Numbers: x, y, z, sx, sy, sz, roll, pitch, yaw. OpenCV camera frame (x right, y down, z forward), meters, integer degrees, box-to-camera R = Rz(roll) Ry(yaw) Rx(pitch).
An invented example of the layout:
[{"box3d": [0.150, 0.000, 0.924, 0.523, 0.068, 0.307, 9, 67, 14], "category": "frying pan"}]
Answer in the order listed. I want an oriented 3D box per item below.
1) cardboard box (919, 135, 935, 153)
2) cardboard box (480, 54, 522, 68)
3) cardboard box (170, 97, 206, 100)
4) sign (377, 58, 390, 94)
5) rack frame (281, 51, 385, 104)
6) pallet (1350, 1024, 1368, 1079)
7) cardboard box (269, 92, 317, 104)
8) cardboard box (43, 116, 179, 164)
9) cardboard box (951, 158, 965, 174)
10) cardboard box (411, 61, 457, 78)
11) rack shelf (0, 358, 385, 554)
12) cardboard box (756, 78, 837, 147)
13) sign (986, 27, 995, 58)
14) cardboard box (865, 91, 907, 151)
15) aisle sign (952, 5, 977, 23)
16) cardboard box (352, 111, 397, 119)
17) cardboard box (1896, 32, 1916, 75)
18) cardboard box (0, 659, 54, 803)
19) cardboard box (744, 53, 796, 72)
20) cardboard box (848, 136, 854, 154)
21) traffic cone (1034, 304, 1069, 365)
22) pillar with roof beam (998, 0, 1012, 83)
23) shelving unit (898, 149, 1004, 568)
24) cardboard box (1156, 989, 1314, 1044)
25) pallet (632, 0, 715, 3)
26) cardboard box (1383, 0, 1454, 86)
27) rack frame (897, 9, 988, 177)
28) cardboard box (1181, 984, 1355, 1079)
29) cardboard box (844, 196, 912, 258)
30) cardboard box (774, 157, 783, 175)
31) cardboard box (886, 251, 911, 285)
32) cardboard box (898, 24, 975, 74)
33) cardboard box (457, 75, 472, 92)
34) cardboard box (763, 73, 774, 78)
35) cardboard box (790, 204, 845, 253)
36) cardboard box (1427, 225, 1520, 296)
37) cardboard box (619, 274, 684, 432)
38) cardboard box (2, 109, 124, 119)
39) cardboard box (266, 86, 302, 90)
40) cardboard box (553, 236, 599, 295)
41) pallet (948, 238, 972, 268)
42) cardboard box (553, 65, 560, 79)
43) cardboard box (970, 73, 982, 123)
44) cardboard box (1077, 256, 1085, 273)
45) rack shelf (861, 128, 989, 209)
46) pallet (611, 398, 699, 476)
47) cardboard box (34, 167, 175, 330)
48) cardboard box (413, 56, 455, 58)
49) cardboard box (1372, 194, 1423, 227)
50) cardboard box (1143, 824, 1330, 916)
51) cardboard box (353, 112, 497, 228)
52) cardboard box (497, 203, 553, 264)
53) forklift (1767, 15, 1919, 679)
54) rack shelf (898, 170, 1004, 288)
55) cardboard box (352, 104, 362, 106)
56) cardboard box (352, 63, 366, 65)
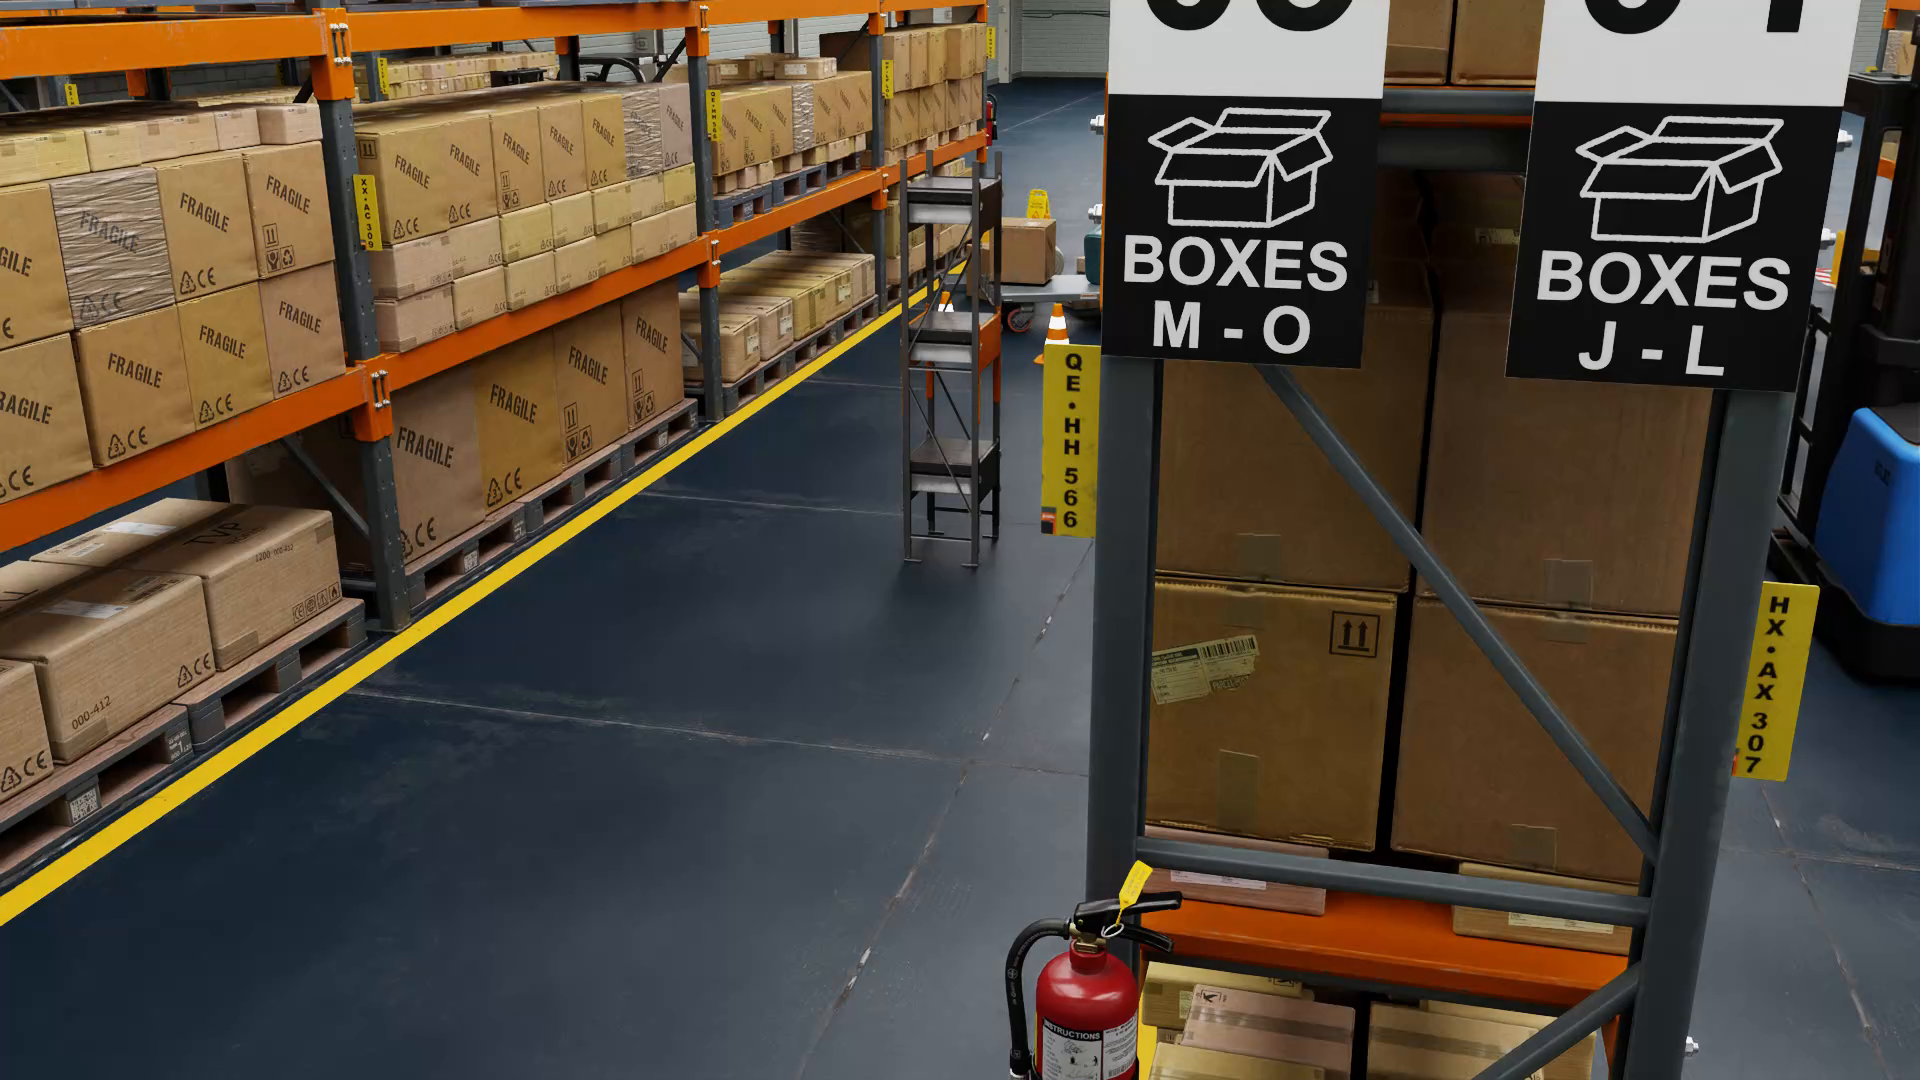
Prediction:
[{"box3d": [-0.465, -3.888, 16.320, 0.380, 0.149, 0.250, 5, 19, 14], "category": "cardboard box"}, {"box3d": [-5.095, -5.308, 18.470, 0.380, 0.149, 0.250, 5, 19, 14], "category": "cardboard box"}, {"box3d": [-6.700, -3.711, 14.255, 0.380, 0.149, 0.250, 5, 19, 14], "category": "cardboard box"}, {"box3d": [-5.460, -4.395, 15.746, 0.100, 0.325, 0.005, 5, 19, 13], "category": "sign"}, {"box3d": [-5.988, -3.925, 16.037, 1.000, 3.000, 0.127, 5, 19, 13], "category": "rack frame"}, {"box3d": [0.970, 1.631, 4.087, 1.003, 0.211, 1.213, 5, 19, 13], "category": "pallet"}, {"box3d": [-5.949, -3.906, 14.826, 0.380, 0.149, 0.250, 4, 19, 12], "category": "cardboard box"}, {"box3d": [-3.180, -1.500, 6.233, 0.380, 0.149, 0.250, 4, 19, 13], "category": "cardboard box"}, {"box3d": [-0.164, -3.955, 17.566, 0.380, 0.149, 0.250, 5, 20, 15], "category": "cardboard box"}, {"box3d": [-5.393, -4.822, 17.045, 0.380, 0.149, 0.250, 4, 19, 13], "category": "cardboard box"}, {"box3d": [-3.617, -0.059, 5.832, 1.077, 0.370, 4.000, 5, 19, 13], "category": "rack shelf"}, {"box3d": [-1.316, -3.441, 13.356, 0.500, 0.500, 0.500, 5, 20, 15], "category": "cardboard box"}, {"box3d": [0.336, -5.435, 18.178, 0.100, 0.325, 0.005, 5, 19, 13], "category": "sign"}, {"box3d": [-0.796, -3.838, 15.168, 0.500, 0.500, 0.500, 5, 19, 13], "category": "cardboard box"}, {"box3d": [0.099, -6.014, 18.133, 0.394, 0.787, 0.004, 5, 19, 13], "category": "aisle sign"}, {"box3d": [-3.144, -1.869, 8.318, 0.500, 0.500, 0.500, 5, 19, 14], "category": "cardboard box"}, {"box3d": [8.885, -4.359, 15.147, 0.500, 0.500, 0.500, 5, 19, 13], "category": "cardboard box"}, {"box3d": [-3.826, 0.739, 5.698, 0.875, 0.438, 0.875, 5, 20, 15], "category": "cardboard box"}, {"box3d": [-1.632, -4.108, 14.306, 0.380, 0.149, 0.250, 5, 19, 13], "category": "cardboard box"}, {"box3d": [-1.114, -3.349, 14.091, 0.380, 0.149, 0.250, 4, 19, 12], "category": "cardboard box"}, {"box3d": [0.779, -1.664, 13.344, 0.336, 0.463, 0.334, 5, 19, 13], "category": "traffic cone"}, {"box3d": [5.449, -16.933, 44.841, 9.100, 9.000, 0.400, 5, 19, 13], "category": "pillar with roof beam"}, {"box3d": [-0.040, -0.942, 8.696, 0.431, 2.100, 0.503, 5, 19, 13], "category": "shelving unit"}, {"box3d": [0.696, 1.245, 4.201, 0.380, 0.149, 0.250, 4, 19, 11], "category": "cardboard box"}, {"box3d": [-2.257, -3.404, 10.165, 1.213, 0.211, 1.003, 6, 20, 16], "category": "pallet"}, {"box3d": [0.573, -0.925, 2.847, 0.500, 0.250, 0.500, 4, 19, 12], "category": "cardboard box"}, {"box3d": [-0.197, -4.787, 18.563, 1.000, 3.000, 0.127, 5, 19, 13], "category": "rack frame"}, {"box3d": [0.719, 1.195, 3.887, 0.380, 0.149, 0.250, 5, 19, 14], "category": "cardboard box"}, {"box3d": [-0.768, -2.950, 15.627, 0.500, 0.500, 0.500, 6, 20, 16], "category": "cardboard box"}, {"box3d": [-1.577, -2.873, 12.697, 0.380, 0.149, 0.250, 5, 20, 16], "category": "cardboard box"}, {"box3d": [-0.768, -2.595, 15.748, 0.500, 0.250, 0.500, 4, 19, 11], "category": "cardboard box"}, {"box3d": [-0.241, -5.113, 17.355, 0.700, 0.500, 0.500, 5, 19, 14], "category": "cardboard box"}, {"box3d": [-5.315, -4.757, 17.315, 0.380, 0.149, 0.250, 4, 19, 12], "category": "cardboard box"}, {"box3d": [-1.689, -3.639, 13.937, 0.500, 0.500, 0.500, 5, 19, 14], "category": "cardboard box"}, {"box3d": [-1.290, -2.993, 15.753, 0.500, 0.500, 0.500, 4, 19, 13], "category": "cardboard box"}, {"box3d": [1.203, -0.353, 3.418, 0.500, 0.500, 0.500, 5, 20, 15], "category": "cardboard box"}, {"box3d": [-2.401, -1.263, 10.883, 0.875, 0.875, 0.875, 4, 19, 13], "category": "cardboard box"}, {"box3d": [-3.526, -1.610, 6.556, 0.380, 0.149, 0.250, 4, 19, 13], "category": "cardboard box"}, {"box3d": [-6.282, -4.186, 15.643, 0.380, 0.149, 0.250, 4, 19, 12], "category": "cardboard box"}, {"box3d": [-2.369, -1.550, 9.317, 0.500, 0.250, 0.500, 4, 19, 12], "category": "cardboard box"}, {"box3d": [-0.448, -3.192, 18.207, 1.003, 0.211, 1.213, 5, 19, 13], "category": "pallet"}, {"box3d": [-4.824, -5.402, 19.203, 0.380, 0.149, 0.250, 5, 19, 14], "category": "cardboard box"}, {"box3d": [-0.062, -4.784, 17.937, 0.500, 0.500, 0.500, 4, 19, 12], "category": "cardboard box"}, {"box3d": [1.442, -2.868, 17.355, 0.380, 0.149, 0.250, 17, 25, 41], "category": "cardboard box"}, {"box3d": [-0.686, -3.820, 16.844, 1.077, 0.370, 4.000, 5, 19, 13], "category": "rack shelf"}, {"box3d": [-2.417, -0.719, 10.967, 1.003, 0.211, 1.213, 5, 19, 13], "category": "pallet"}, {"box3d": [-3.223, -1.058, 5.944, 0.500, 0.500, 0.500, 5, 19, 14], "category": "cardboard box"}, {"box3d": [-5.722, -5.186, 18.112, 0.380, 0.149, 0.250, 4, 19, 12], "category": "cardboard box"}, {"box3d": [0.831, -0.560, 4.025, 0.500, 0.500, 0.500, 6, 20, 16], "category": "cardboard box"}, {"box3d": [0.524, 0.581, 3.234, 0.380, 0.149, 0.250, 5, 19, 13], "category": "cardboard box"}, {"box3d": [-2.645, -1.824, 8.184, 0.500, 0.500, 0.500, 5, 19, 13], "category": "cardboard box"}, {"box3d": [-2.499, -1.629, 8.775, 0.500, 0.250, 0.500, 5, 19, 14], "category": "cardboard box"}, {"box3d": [4.786, -1.172, 8.085, 1.130, 2.935, 3.031, 4, 19, 13], "category": "forklift"}, {"box3d": [-0.040, -1.591, 8.474, 0.431, 0.518, 0.480, 5, 19, 13], "category": "rack shelf"}, {"box3d": [-5.860, -3.916, 15.470, 0.500, 0.250, 0.500, 4, 19, 12], "category": "cardboard box"}, {"box3d": [-6.050, -4.703, 16.697, 0.380, 0.149, 0.250, 4, 19, 13], "category": "cardboard box"}]
